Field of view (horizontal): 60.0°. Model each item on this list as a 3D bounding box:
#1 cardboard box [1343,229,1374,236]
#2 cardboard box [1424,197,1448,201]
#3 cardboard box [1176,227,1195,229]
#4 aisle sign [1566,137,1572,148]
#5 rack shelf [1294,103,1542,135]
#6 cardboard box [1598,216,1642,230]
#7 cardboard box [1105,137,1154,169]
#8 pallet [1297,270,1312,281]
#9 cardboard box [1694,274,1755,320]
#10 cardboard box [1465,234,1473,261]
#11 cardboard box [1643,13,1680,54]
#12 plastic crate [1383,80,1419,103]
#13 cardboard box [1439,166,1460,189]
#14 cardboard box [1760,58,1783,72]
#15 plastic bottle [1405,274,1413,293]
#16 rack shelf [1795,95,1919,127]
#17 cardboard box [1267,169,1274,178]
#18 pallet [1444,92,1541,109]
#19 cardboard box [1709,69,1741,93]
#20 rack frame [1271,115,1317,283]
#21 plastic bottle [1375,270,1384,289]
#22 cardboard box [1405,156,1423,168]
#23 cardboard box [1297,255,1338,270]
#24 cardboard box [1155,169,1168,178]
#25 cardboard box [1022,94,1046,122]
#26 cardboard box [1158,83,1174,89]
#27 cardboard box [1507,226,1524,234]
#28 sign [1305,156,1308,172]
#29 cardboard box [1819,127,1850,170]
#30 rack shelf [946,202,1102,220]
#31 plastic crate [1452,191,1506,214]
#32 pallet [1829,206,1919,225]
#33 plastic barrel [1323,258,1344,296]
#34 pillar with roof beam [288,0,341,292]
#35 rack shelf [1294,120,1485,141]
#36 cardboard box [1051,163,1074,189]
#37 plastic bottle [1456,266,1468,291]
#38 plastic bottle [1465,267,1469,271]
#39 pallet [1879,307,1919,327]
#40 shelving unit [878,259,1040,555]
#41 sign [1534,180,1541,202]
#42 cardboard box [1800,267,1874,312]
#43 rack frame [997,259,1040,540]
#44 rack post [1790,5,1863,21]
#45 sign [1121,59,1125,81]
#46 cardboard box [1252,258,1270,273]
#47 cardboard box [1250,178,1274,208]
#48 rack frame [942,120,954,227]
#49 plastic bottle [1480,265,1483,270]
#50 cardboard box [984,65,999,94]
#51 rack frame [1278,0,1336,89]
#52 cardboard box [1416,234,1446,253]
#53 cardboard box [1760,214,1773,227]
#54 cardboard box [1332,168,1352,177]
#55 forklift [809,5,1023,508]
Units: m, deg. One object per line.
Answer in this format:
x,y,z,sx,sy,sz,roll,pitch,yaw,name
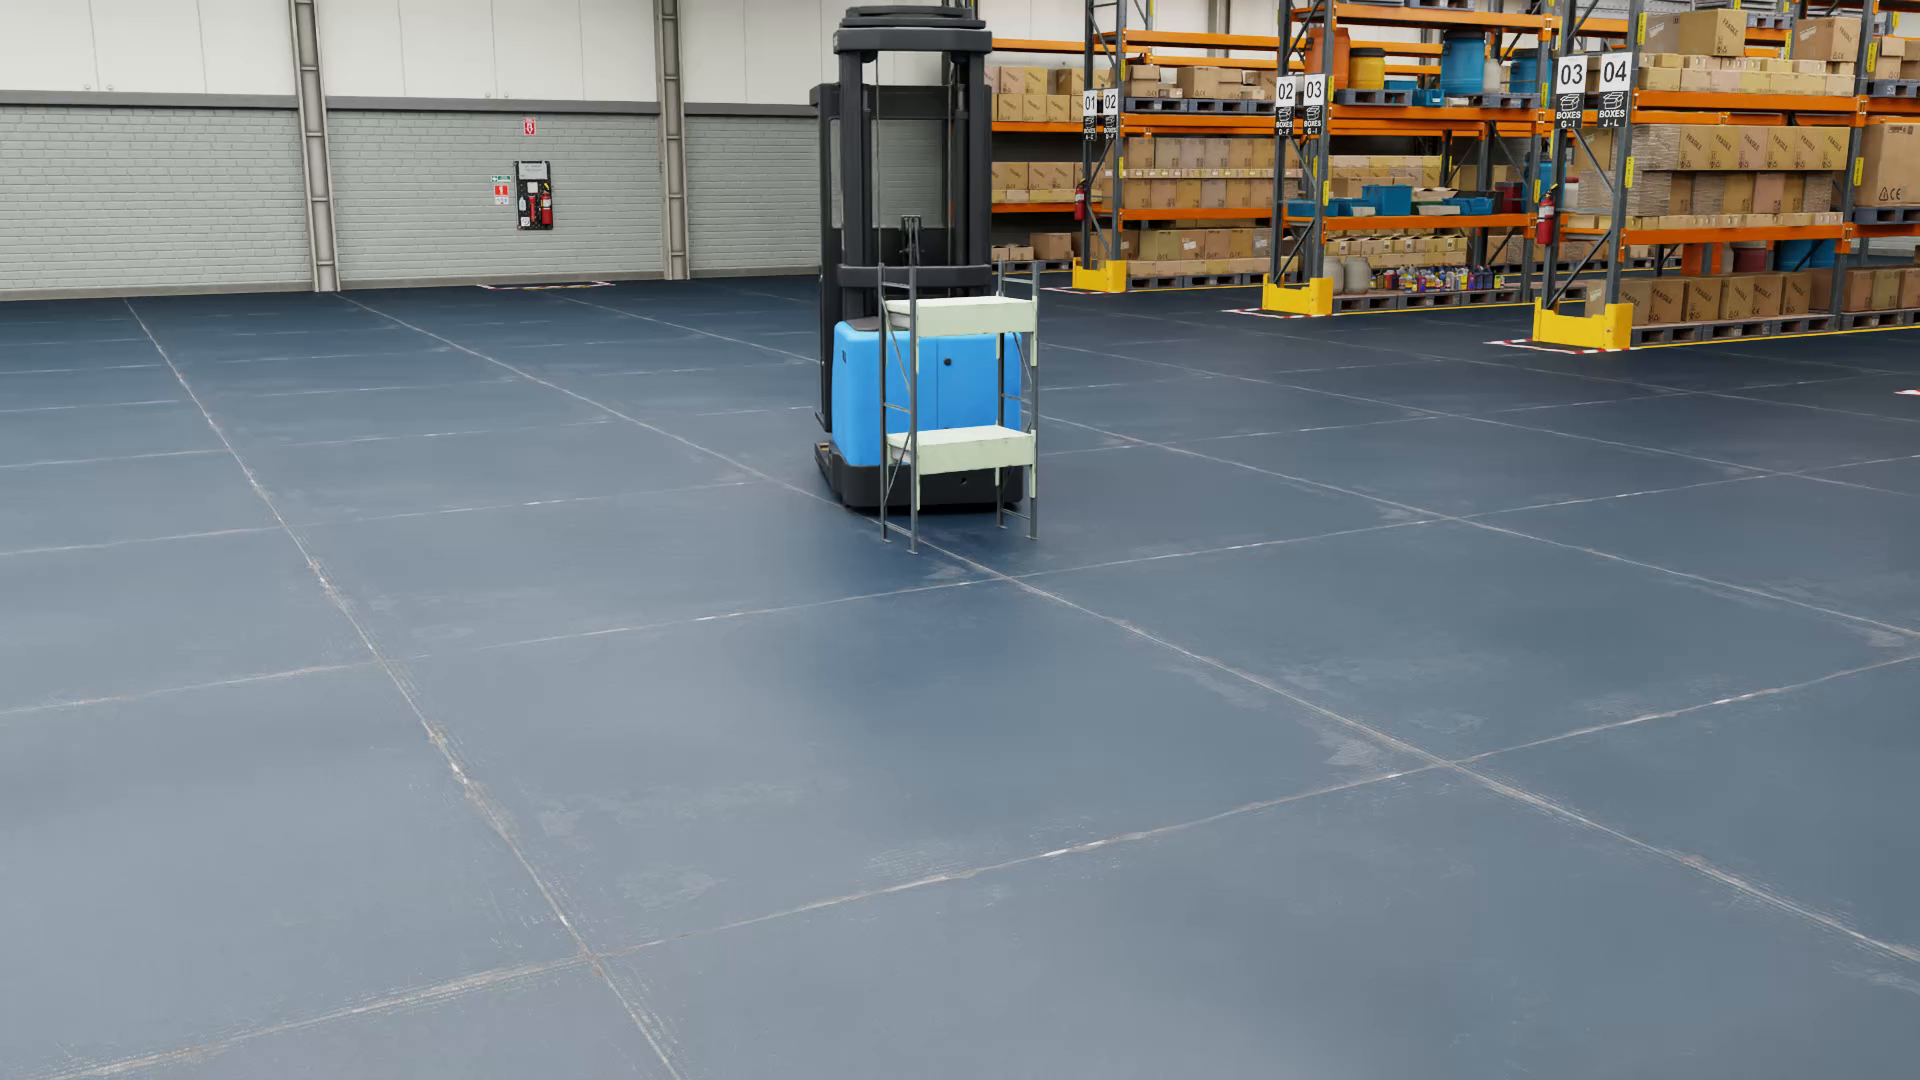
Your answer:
8.446,-6.714,36.051,0.750,0.750,0.750,-7,14,-28,cardboard box
8.686,-6.190,30.356,0.250,0.149,0.380,-7,14,-28,cardboard box
3.959,-5.122,28.637,0.500,0.500,0.500,-7,14,-28,cardboard box
14.195,-9.475,38.456,0.004,0.787,0.394,-7,14,-28,aisle sign
6.446,-5.987,23.687,4.000,0.370,1.077,-7,14,-28,rack shelf
7.429,-3.571,18.717,0.250,0.149,0.380,-7,14,-28,cardboard box
2.783,-6.353,27.324,0.500,0.500,0.700,-7,14,-28,cardboard box
6.460,-4.765,29.799,1.213,0.211,1.003,-7,14,-28,pallet
9.198,-2.939,20.074,0.500,0.500,0.500,-8,15,-33,cardboard box
10.051,-5.599,31.849,0.500,0.500,0.500,-6,14,-26,cardboard box
8.303,-5.823,19.274,0.500,0.500,0.500,-7,14,-28,cardboard box
6.220,-6.378,23.824,0.575,0.384,0.392,-7,14,-28,plastic crate
10.961,-8.036,37.302,0.700,0.700,0.980,-7,14,-27,cardboard box
9.274,-5.486,19.254,0.250,0.149,0.380,-6,14,-25,cardboard box
6.432,-3.678,23.834,0.097,0.271,0.097,0,13,0,plastic bottle
12.331,-5.453,21.315,4.000,0.370,1.077,-7,14,-28,rack shelf
5.249,-6.282,28.484,0.250,0.149,0.380,-7,15,-30,cardboard box
7.615,-6.361,24.142,1.003,0.211,1.213,-7,14,-28,pallet
8.497,-5.207,18.926,0.500,0.250,0.500,-7,14,-28,cardboard box
5.832,-6.040,29.115,0.127,3.000,1.000,-7,14,-28,rack frame
6.187,-3.847,24.556,0.133,0.283,0.061,-6,14,-26,plastic bottle
9.736,-8.255,36.299,0.500,0.250,0.500,-6,14,-27,cardboard box
6.305,-4.898,29.347,0.500,0.250,0.500,-7,15,-29,cardboard box
3.219,-6.038,27.403,0.250,0.149,0.380,-7,14,-28,cardboard box
1.300,-8.187,31.552,0.500,0.500,0.500,-6,14,-25,cardboard box
3.205,-7.454,27.635,0.500,0.250,0.500,-7,14,-28,cardboard box
10.995,-6.080,32.279,0.500,0.250,0.500,-7,15,-29,cardboard box
7.234,-7.838,34.646,0.005,0.325,0.100,-7,14,-28,sign
10.312,-4.712,20.031,0.500,0.500,0.500,-7,14,-28,cardboard box
1.700,-6.433,32.499,4.000,0.370,1.077,-7,14,-28,rack shelf
7.681,-5.024,24.743,0.504,0.338,0.767,-7,14,-28,plastic crate
11.316,-4.089,20.884,1.213,0.211,1.003,-7,14,-28,pallet
5.232,-3.739,23.602,0.421,0.512,0.421,0,13,0,plastic barrel
-8.326,-7.648,22.599,0.400,9.000,9.100,-7,14,-28,pillar with roof beam
7.587,-7.363,29.800,4.000,0.370,1.077,-7,14,-28,rack shelf
1.850,-7.028,32.093,0.500,0.500,0.500,-6,14,-26,cardboard box
7.323,-3.830,24.326,0.185,0.351,0.144,-7,14,-28,plastic bottle
7.712,-4.019,25.349,0.097,0.271,0.097,0,13,0,plastic bottle
12.330,-2.981,21.876,1.213,0.211,1.003,-7,14,-28,pallet
-0.006,-0.731,8.941,0.755,1.500,0.431,-7,14,-28,shelving unit
8.456,-5.113,24.365,0.005,0.325,0.100,-7,14,-28,sign
11.124,-3.186,21.125,0.500,0.500,0.700,-8,15,-32,cardboard box
0.315,-0.769,9.112,0.023,1.500,0.400,-7,14,-28,rack frame
14.469,-8.734,27.594,0.954,0.300,0.937,-7,15,-29,rack post
2.582,-7.440,26.333,0.005,0.325,0.100,-7,14,-28,sign
5.086,-4.762,28.742,0.500,0.250,0.500,-7,14,-28,cardboard box
4.985,-5.984,28.639,0.500,0.500,0.700,-7,14,-28,cardboard box
-0.056,-6.573,31.486,0.127,3.000,1.000,-7,14,-28,rack frame
7.706,-3.912,24.690,0.185,0.351,0.144,-7,14,-28,plastic bottle
0.399,-8.577,31.005,0.500,0.500,0.500,-8,15,-32,cardboard box
4.691,-7.591,22.343,0.127,3.000,1.000,-7,14,-28,rack frame
8.548,-5.439,30.475,0.500,0.311,0.500,-7,14,-29,cardboard box
9.406,-3.807,19.764,0.250,0.149,0.380,-7,14,-28,cardboard box
7.979,-7.674,35.424,0.500,0.500,0.500,-6,14,-26,cardboard box
-0.385,-1.894,10.848,1.130,2.935,3.031,-2,13,-10,forklift
